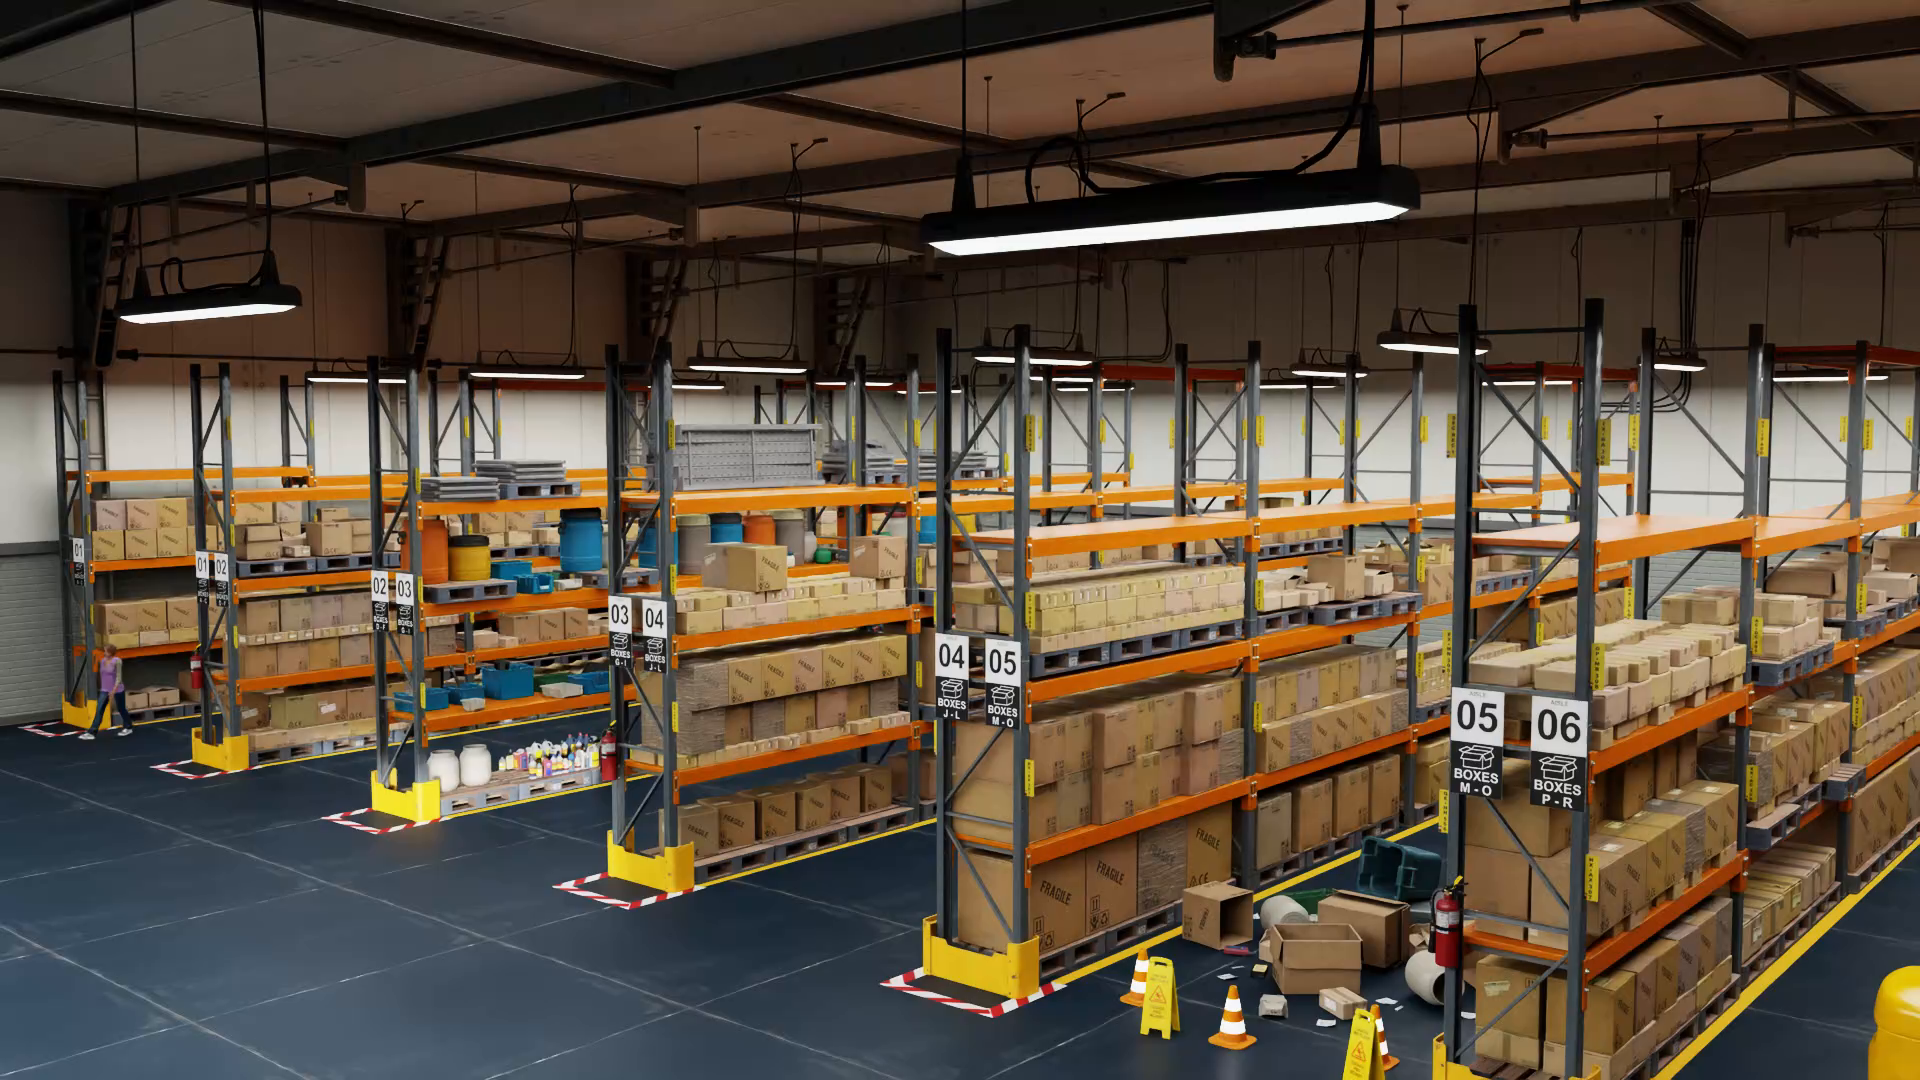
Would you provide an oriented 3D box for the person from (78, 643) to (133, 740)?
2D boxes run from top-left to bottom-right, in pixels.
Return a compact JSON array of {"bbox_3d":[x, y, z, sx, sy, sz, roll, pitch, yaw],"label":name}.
[{"bbox_3d":[-13.725,2.437,26.785,0.469,1.547,0.960,0,4,6],"label":"person"}]

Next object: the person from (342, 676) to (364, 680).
[{"bbox_3d":[-10.413,2.290,28.411,0.508,1.601,1.004,2,5,25],"label":"person"}]
